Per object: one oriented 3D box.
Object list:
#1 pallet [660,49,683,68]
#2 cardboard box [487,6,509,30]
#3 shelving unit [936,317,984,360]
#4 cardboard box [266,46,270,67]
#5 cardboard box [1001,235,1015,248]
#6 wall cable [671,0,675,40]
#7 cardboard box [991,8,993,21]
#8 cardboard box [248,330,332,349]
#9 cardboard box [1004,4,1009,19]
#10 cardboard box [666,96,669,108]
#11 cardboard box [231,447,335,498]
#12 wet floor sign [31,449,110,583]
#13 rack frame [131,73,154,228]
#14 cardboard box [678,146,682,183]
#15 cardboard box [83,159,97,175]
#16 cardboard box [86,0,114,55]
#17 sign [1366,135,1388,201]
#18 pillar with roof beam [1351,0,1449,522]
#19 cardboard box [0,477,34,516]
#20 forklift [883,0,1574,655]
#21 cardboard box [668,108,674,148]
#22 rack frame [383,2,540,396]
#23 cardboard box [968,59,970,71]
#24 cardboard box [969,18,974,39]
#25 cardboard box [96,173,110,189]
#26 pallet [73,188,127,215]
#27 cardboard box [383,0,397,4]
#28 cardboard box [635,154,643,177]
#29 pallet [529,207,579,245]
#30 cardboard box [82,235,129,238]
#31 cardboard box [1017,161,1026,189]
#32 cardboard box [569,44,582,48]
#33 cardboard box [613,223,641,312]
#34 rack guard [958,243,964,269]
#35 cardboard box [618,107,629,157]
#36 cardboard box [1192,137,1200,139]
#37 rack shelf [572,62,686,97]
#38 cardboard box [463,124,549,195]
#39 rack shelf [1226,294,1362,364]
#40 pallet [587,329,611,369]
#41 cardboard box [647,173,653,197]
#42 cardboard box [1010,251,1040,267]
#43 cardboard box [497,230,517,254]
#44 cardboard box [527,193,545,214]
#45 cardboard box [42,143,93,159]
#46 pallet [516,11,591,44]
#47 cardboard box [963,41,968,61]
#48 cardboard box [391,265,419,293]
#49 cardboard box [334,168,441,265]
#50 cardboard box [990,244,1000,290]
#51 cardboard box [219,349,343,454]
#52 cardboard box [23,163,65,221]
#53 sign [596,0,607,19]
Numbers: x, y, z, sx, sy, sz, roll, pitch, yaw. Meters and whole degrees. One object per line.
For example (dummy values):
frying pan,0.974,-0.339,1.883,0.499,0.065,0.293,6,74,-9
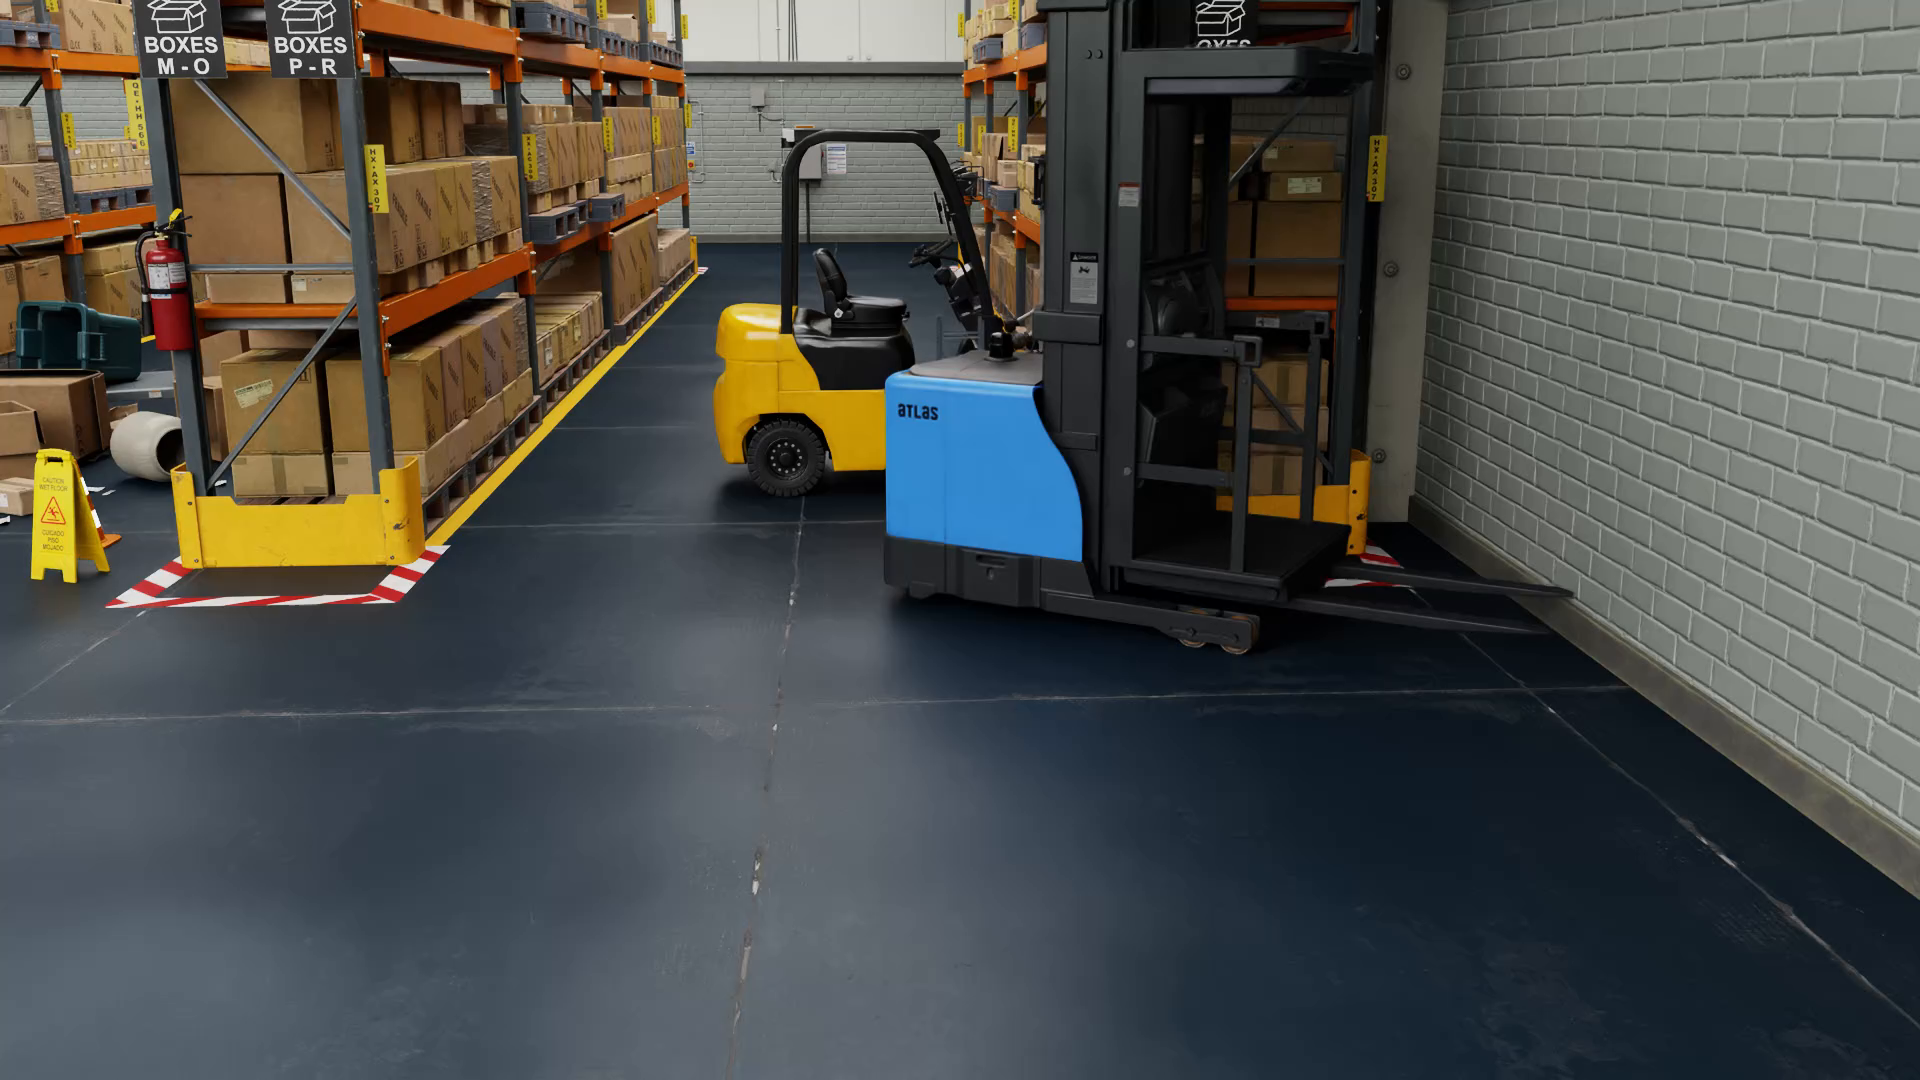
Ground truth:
pallet,-4.337,-6.545,22.601,1.003,0.211,1.213,-1,14,-3
cardboard box,-3.325,-3.592,11.451,0.380,0.149,0.250,-1,14,-3
shelving unit,0.001,-0.577,8.863,0.258,1.200,0.189,-1,14,-3
cardboard box,-8.926,-6.106,21.021,0.500,0.250,0.500,0,14,-1
cardboard box,0.687,-3.484,19.420,0.380,0.149,0.250,-2,15,-6
wall cable,-5.027,-9.635,28.414,0.463,3.000,0.029,-1,14,-3
cardboard box,0.538,-5.728,18.114,0.380,0.149,0.250,-1,14,-3
cardboard box,-3.801,-1.174,9.440,0.380,0.149,0.250,0,14,-2
cardboard box,0.659,-5.528,17.376,0.380,0.149,0.250,-1,14,-3
cardboard box,-4.037,-5.763,21.897,0.380,0.149,0.250,-1,14,-2
cardboard box,-3.722,-0.415,9.293,0.500,0.250,0.500,-1,14,-4
wet floor sign,-4.458,-0.136,8.260,0.267,0.644,0.232,4,15,16
rack frame,-9.079,-4.223,19.419,1.000,3.000,0.127,-1,14,-3
cardboard box,-4.083,-5.127,22.731,0.500,0.500,0.500,-1,14,-5
cardboard box,-8.680,-3.645,16.236,0.380,0.149,0.250,0,14,-1
cardboard box,-8.640,-4.999,16.217,0.500,0.500,0.500,-1,14,-3
sign,2.106,-1.882,8.426,0.100,0.325,0.005,-1,14,-3
pillar with roof beam,-1.888,-4.443,8.237,9.100,9.000,0.400,-1,14,-3
cardboard box,-5.499,-0.254,9.715,0.380,0.149,0.250,7,16,26
forklift,1.181,-1.079,7.340,3.031,2.935,1.130,8,16,27
cardboard box,-4.007,-5.358,21.623,0.500,0.500,0.500,-1,14,-4
rack frame,-3.650,-2.335,12.081,1.000,3.000,0.127,-1,14,-3
cardboard box,0.303,-6.452,22.569,0.380,0.149,0.250,-1,14,-2
cardboard box,0.395,-6.797,22.106,0.500,0.250,0.500,-1,14,-4
cardboard box,-8.692,-3.558,16.496,0.380,0.149,0.250,0,14,-1
pallet,-8.982,-3.311,16.259,1.213,0.211,1.003,-1,14,-3
cardboard box,-3.186,-2.889,8.719,0.380,0.149,0.250,0,14,-2
cardboard box,-3.799,-4.135,18.375,0.500,0.250,0.500,-1,14,-2
pallet,-3.552,-2.434,12.852,1.003,0.211,1.213,-1,14,-3
cardboard box,-9.235,-3.132,17.847,0.500,0.250,0.500,0,14,-1
cardboard box,0.815,-3.462,15.760,0.500,0.250,0.500,-1,14,-3
cardboard box,-3.645,-4.524,15.073,0.380,0.149,0.250,-1,14,-3
cardboard box,-3.908,-2.899,17.695,0.875,0.875,0.875,-1,14,-3
rack guard,0.566,-4.167,24.219,1.175,0.500,0.348,-1,14,-3
cardboard box,-3.741,-4.241,17.281,0.500,0.500,0.500,0,14,-2
cardboard box,1.657,-2.462,10.475,0.380,0.149,0.250,0,14,-2
rack shelf,-4.269,-5.926,21.463,1.077,0.370,4.000,-1,14,-3
cardboard box,-3.392,-2.852,12.449,0.500,0.500,0.500,-1,14,-2
rack shelf,1.428,-1.567,10.539,1.077,0.370,4.000,-1,14,-3
pallet,-3.850,-1.785,15.539,1.003,0.211,1.213,-1,14,-3
cardboard box,-3.866,-4.144,19.414,0.500,0.250,0.500,-1,14,-5
cardboard box,0.725,-2.900,17.151,0.380,0.149,0.250,-2,15,-6
cardboard box,-3.303,-2.076,11.579,0.380,0.149,0.250,-1,14,-2
cardboard box,-3.368,-2.559,12.613,0.380,0.149,0.250,-1,14,-3
cardboard box,-8.686,-3.783,16.175,0.380,0.149,0.250,-1,14,-5
pallet,-3.649,-4.110,13.336,1.213,0.211,1.003,-1,14,-3
cardboard box,0.316,-6.806,23.144,0.500,0.250,0.500,-1,14,-4
cardboard box,-3.182,-1.436,9.091,0.380,0.149,0.250,-1,14,-5
cardboard box,-3.190,-1.783,9.140,0.500,0.500,0.500,0,14,-2
cardboard box,0.614,-3.271,19.893,0.500,0.500,0.500,0,14,-1
cardboard box,-3.712,-0.770,9.170,0.500,0.500,0.500,-1,14,-3
cardboard box,-8.536,-3.169,15.121,0.500,0.500,0.500,-1,14,-3
sign,-3.356,-5.040,15.540,0.100,0.325,0.005,-1,14,-3
